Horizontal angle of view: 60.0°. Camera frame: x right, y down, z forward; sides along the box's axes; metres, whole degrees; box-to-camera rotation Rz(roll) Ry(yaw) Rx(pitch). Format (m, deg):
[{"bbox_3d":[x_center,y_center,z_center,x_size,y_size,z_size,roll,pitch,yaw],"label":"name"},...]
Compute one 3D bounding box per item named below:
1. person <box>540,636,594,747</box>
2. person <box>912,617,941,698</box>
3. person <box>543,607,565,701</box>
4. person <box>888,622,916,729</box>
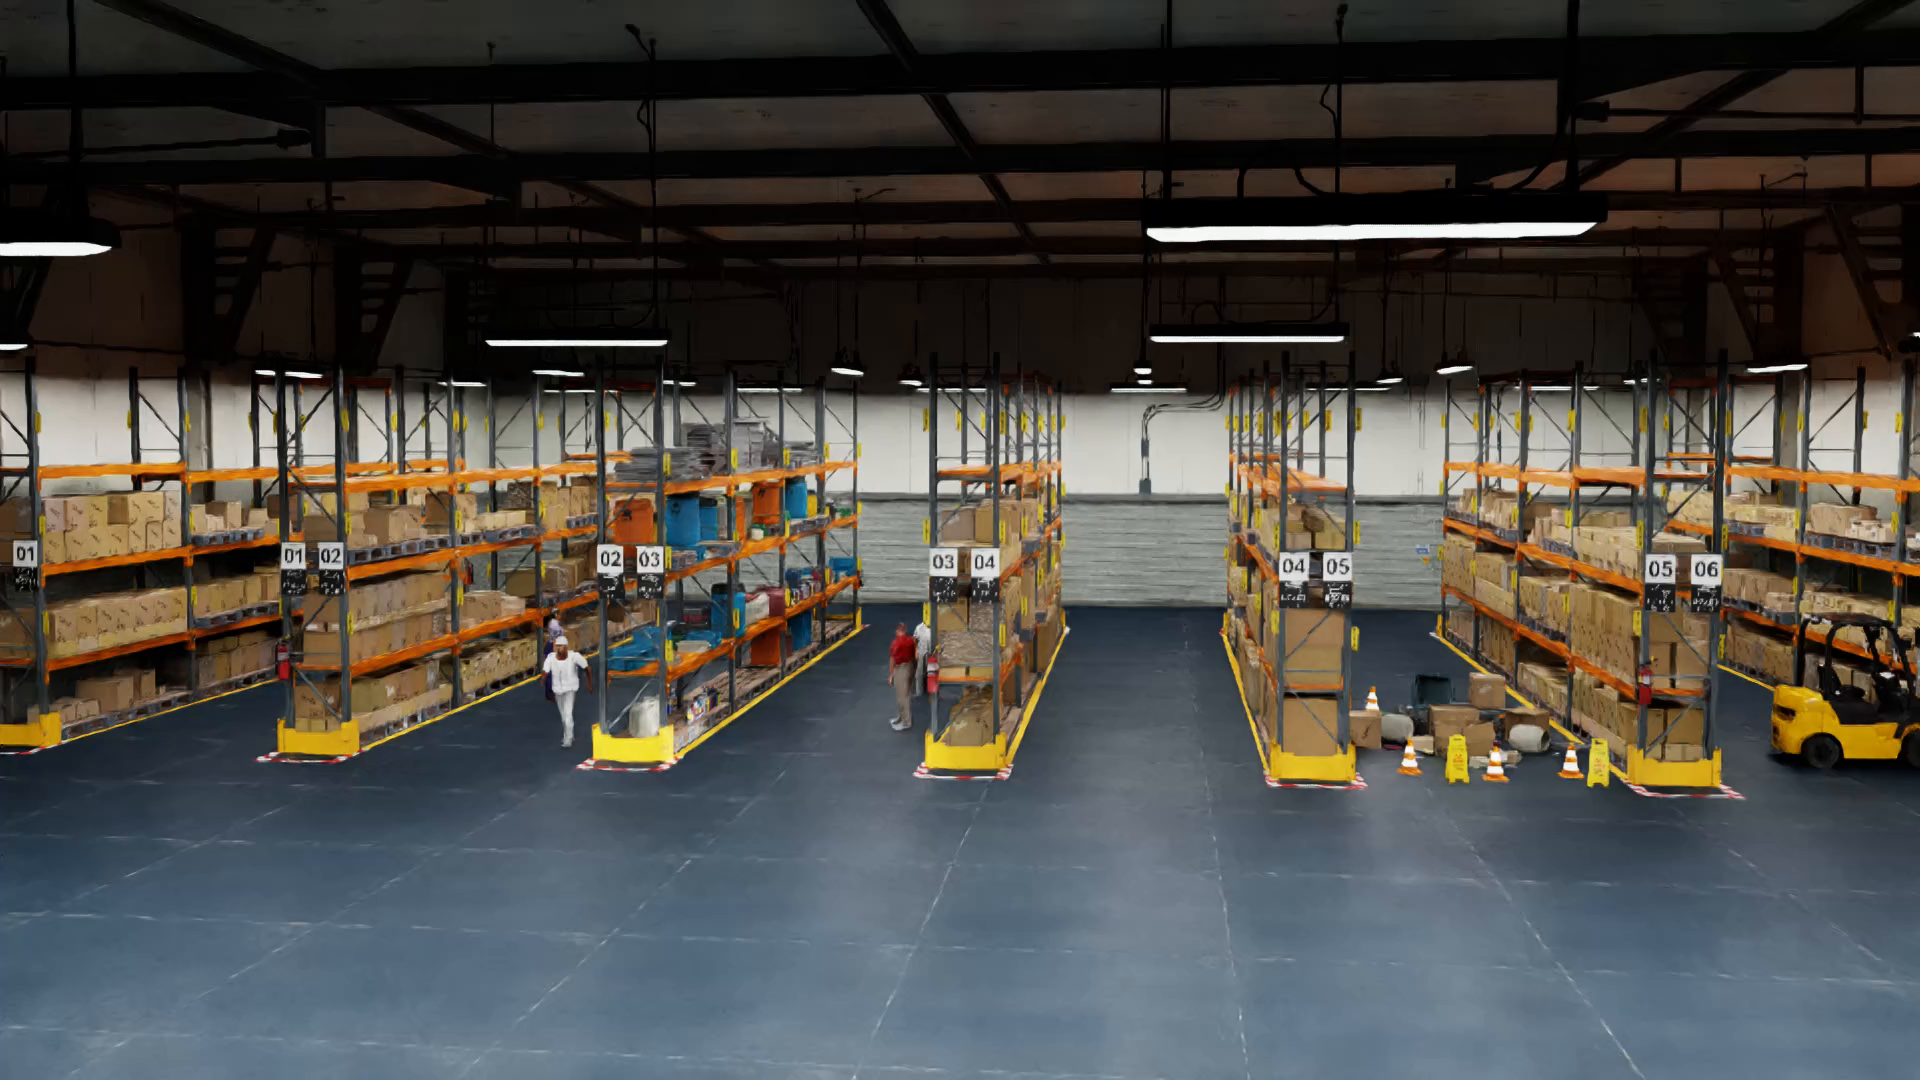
[{"bbox_3d":[-6.142,2.320,25.882,0.734,1.697,0.856,1,4,12],"label":"person"},{"bbox_3d":[-0.572,2.076,30.127,0.599,1.611,0.568,0,4,5],"label":"person"},{"bbox_3d":[-7.291,2.042,30.051,0.445,1.657,0.578,-1,4,-20],"label":"person"},{"bbox_3d":[-0.980,2.195,27.327,0.589,1.719,0.669,2,5,31],"label":"person"}]
